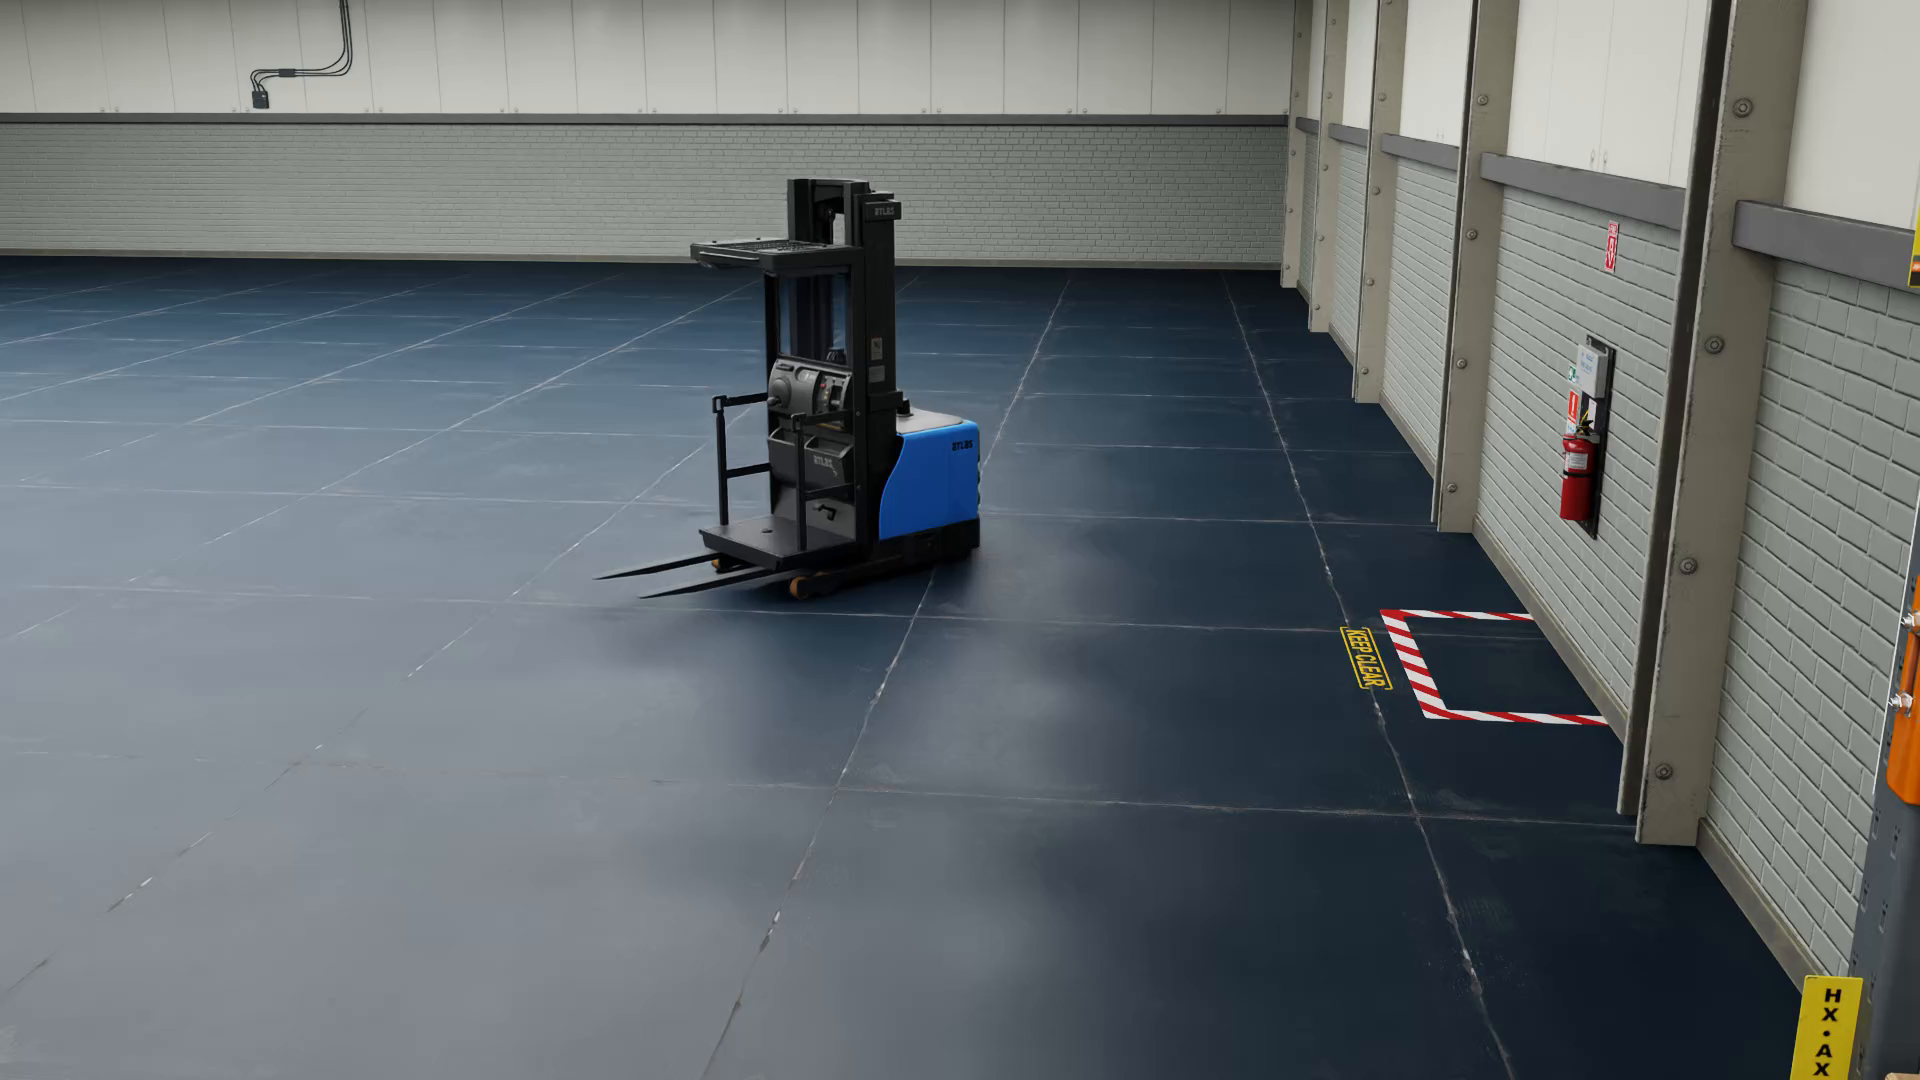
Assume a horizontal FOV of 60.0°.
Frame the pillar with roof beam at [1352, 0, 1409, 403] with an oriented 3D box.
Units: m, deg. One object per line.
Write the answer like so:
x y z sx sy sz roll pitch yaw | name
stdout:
0.579 -6.142 19.137 9.100 9.000 0.400 2 15 6 | pillar with roof beam

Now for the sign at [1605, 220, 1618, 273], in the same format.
3.919 -1.765 10.002 0.001 0.298 0.199 2 15 6 | sign

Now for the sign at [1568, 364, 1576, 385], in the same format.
3.974 -1.059 10.750 0.001 0.109 0.331 2 15 6 | sign

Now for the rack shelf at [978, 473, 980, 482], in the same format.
0.027 -0.493 13.542 0.258 0.077 0.200 2 15 8 | rack shelf

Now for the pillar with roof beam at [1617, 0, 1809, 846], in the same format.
-0.775 -3.030 7.627 9.100 9.000 0.400 2 15 6 | pillar with roof beam

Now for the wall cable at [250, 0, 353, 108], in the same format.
-14.011 -12.139 34.798 2.305 6.003 0.169 2 15 6 | wall cable

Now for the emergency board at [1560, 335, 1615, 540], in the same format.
3.819 -0.647 10.308 0.194 1.169 0.643 2 15 6 | emergency board

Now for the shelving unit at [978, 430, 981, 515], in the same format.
0.027 -0.438 13.557 0.258 0.900 0.210 2 15 8 | shelving unit

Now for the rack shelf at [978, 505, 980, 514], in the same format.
0.027 -0.232 13.613 0.258 0.077 0.200 2 15 8 | rack shelf

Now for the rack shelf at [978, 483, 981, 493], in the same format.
0.027 -0.406 13.566 0.258 0.077 0.200 2 15 8 | rack shelf

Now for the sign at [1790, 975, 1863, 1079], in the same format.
1.505 0.908 2.898 0.100 0.325 0.005 2 15 6 | sign

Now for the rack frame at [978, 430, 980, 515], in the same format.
0.041 -0.464 13.654 0.240 0.900 0.006 2 15 8 | rack frame

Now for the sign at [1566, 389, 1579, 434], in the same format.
3.984 -0.804 10.822 0.001 0.329 0.234 2 15 6 | sign

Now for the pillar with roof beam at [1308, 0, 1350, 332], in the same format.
1.256 -7.698 24.892 9.100 9.000 0.400 2 15 6 | pillar with roof beam

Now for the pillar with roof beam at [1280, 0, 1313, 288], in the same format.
1.933 -9.254 30.647 9.100 9.000 0.400 2 15 6 | pillar with roof beam

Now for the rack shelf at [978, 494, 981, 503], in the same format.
0.027 -0.319 13.589 0.258 0.077 0.200 2 15 8 | rack shelf

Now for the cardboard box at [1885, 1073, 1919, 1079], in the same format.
1.692 1.158 2.446 0.500 0.500 0.500 2 15 6 | cardboard box

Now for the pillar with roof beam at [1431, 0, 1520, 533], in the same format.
-0.098 -4.586 13.382 9.100 9.000 0.400 2 15 6 | pillar with roof beam

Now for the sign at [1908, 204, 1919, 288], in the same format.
1.505 -0.544 2.506 0.100 0.325 0.005 2 15 6 | sign

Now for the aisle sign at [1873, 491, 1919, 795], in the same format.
1.755 0.060 2.715 0.394 0.787 0.004 2 15 6 | aisle sign

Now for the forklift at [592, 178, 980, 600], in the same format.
-1.276 -1.136 12.247 3.031 2.935 1.130 -13 20 -40 | forklift

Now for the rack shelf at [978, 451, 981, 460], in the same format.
0.027 -0.666 13.495 0.258 0.077 0.200 2 15 8 | rack shelf

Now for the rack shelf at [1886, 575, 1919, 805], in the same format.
1.819 0.760 0.736 1.077 0.370 4.000 2 15 6 | rack shelf

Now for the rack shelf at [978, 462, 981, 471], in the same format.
0.027 -0.579 13.519 0.258 0.077 0.200 2 15 8 | rack shelf
